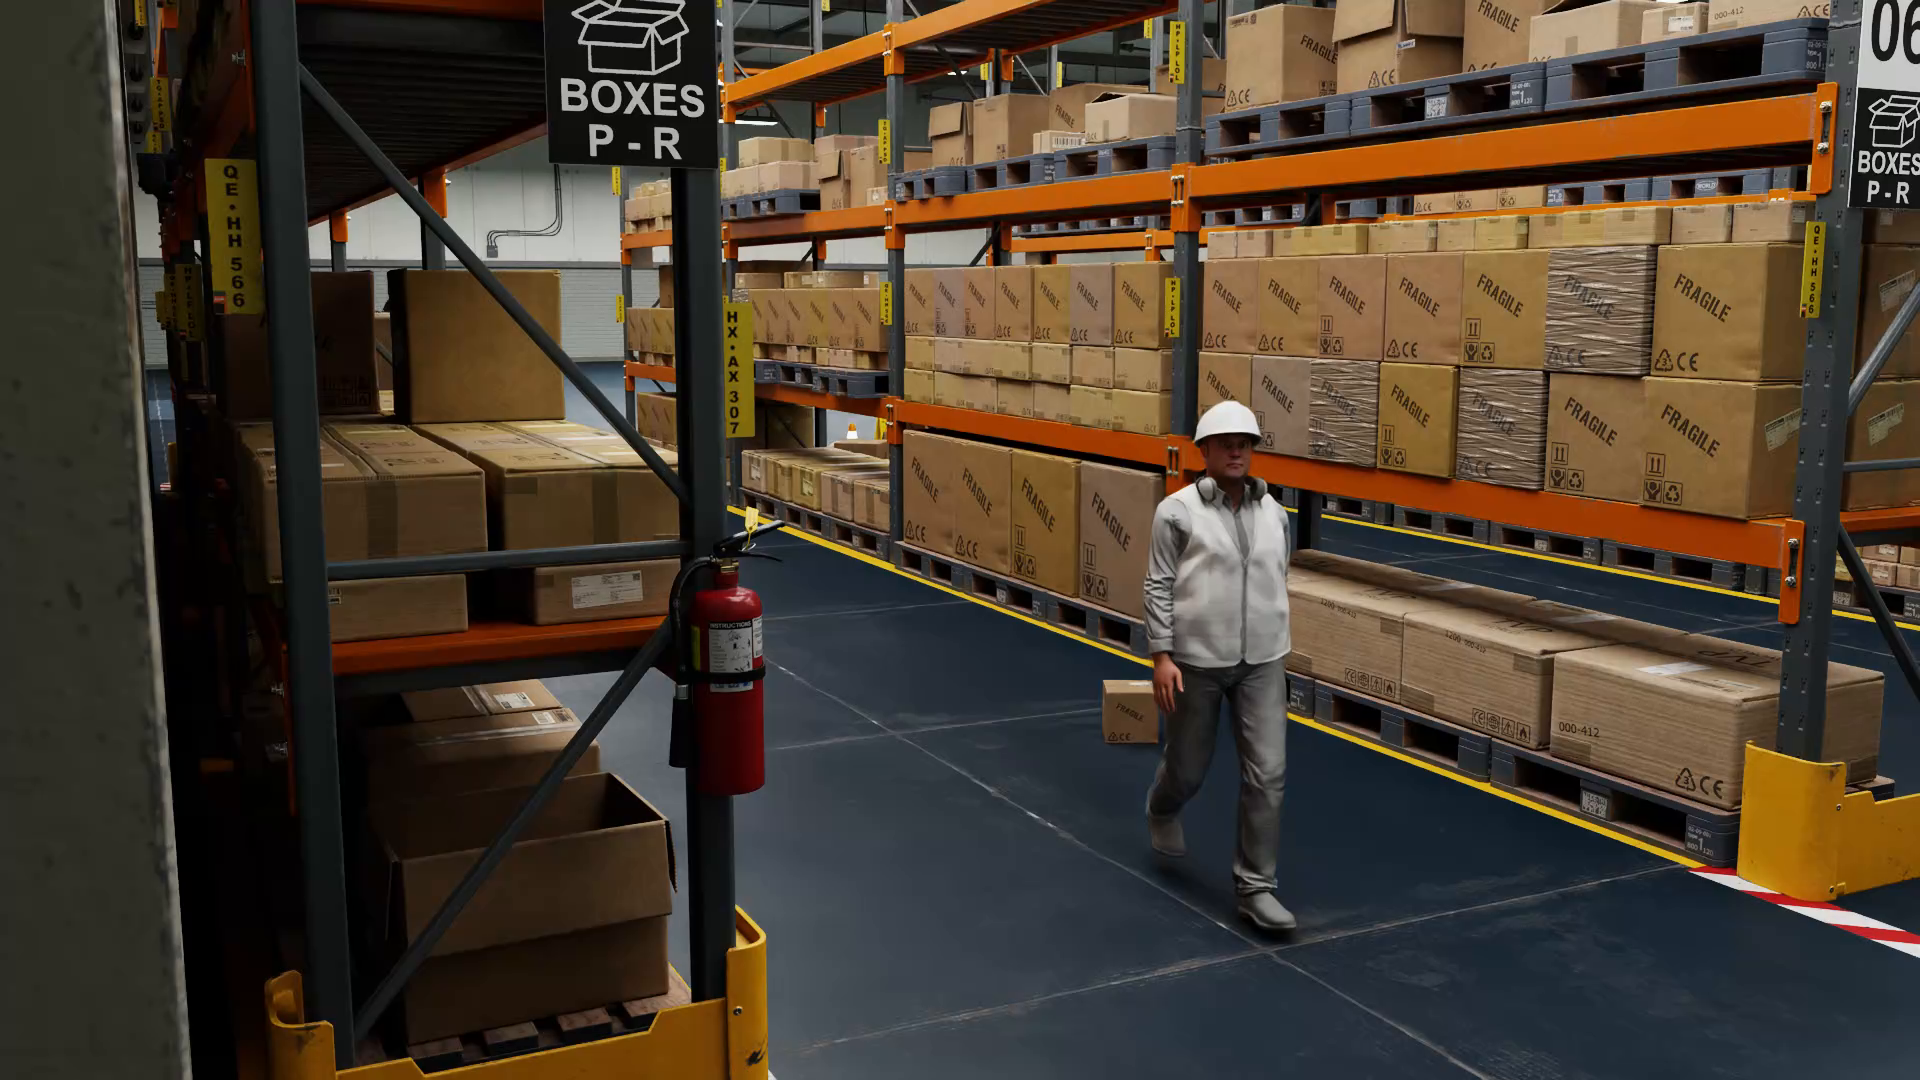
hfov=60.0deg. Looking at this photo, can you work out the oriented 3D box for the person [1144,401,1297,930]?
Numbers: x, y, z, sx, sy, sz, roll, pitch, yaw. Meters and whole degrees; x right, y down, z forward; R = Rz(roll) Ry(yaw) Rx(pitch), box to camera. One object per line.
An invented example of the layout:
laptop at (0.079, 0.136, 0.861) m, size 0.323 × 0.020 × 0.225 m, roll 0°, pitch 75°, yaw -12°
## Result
person at (0.892, 0.392, 5.746) m, size 0.550 × 1.741 × 0.919 m, roll -2°, pitch 9°, yaw -11°
